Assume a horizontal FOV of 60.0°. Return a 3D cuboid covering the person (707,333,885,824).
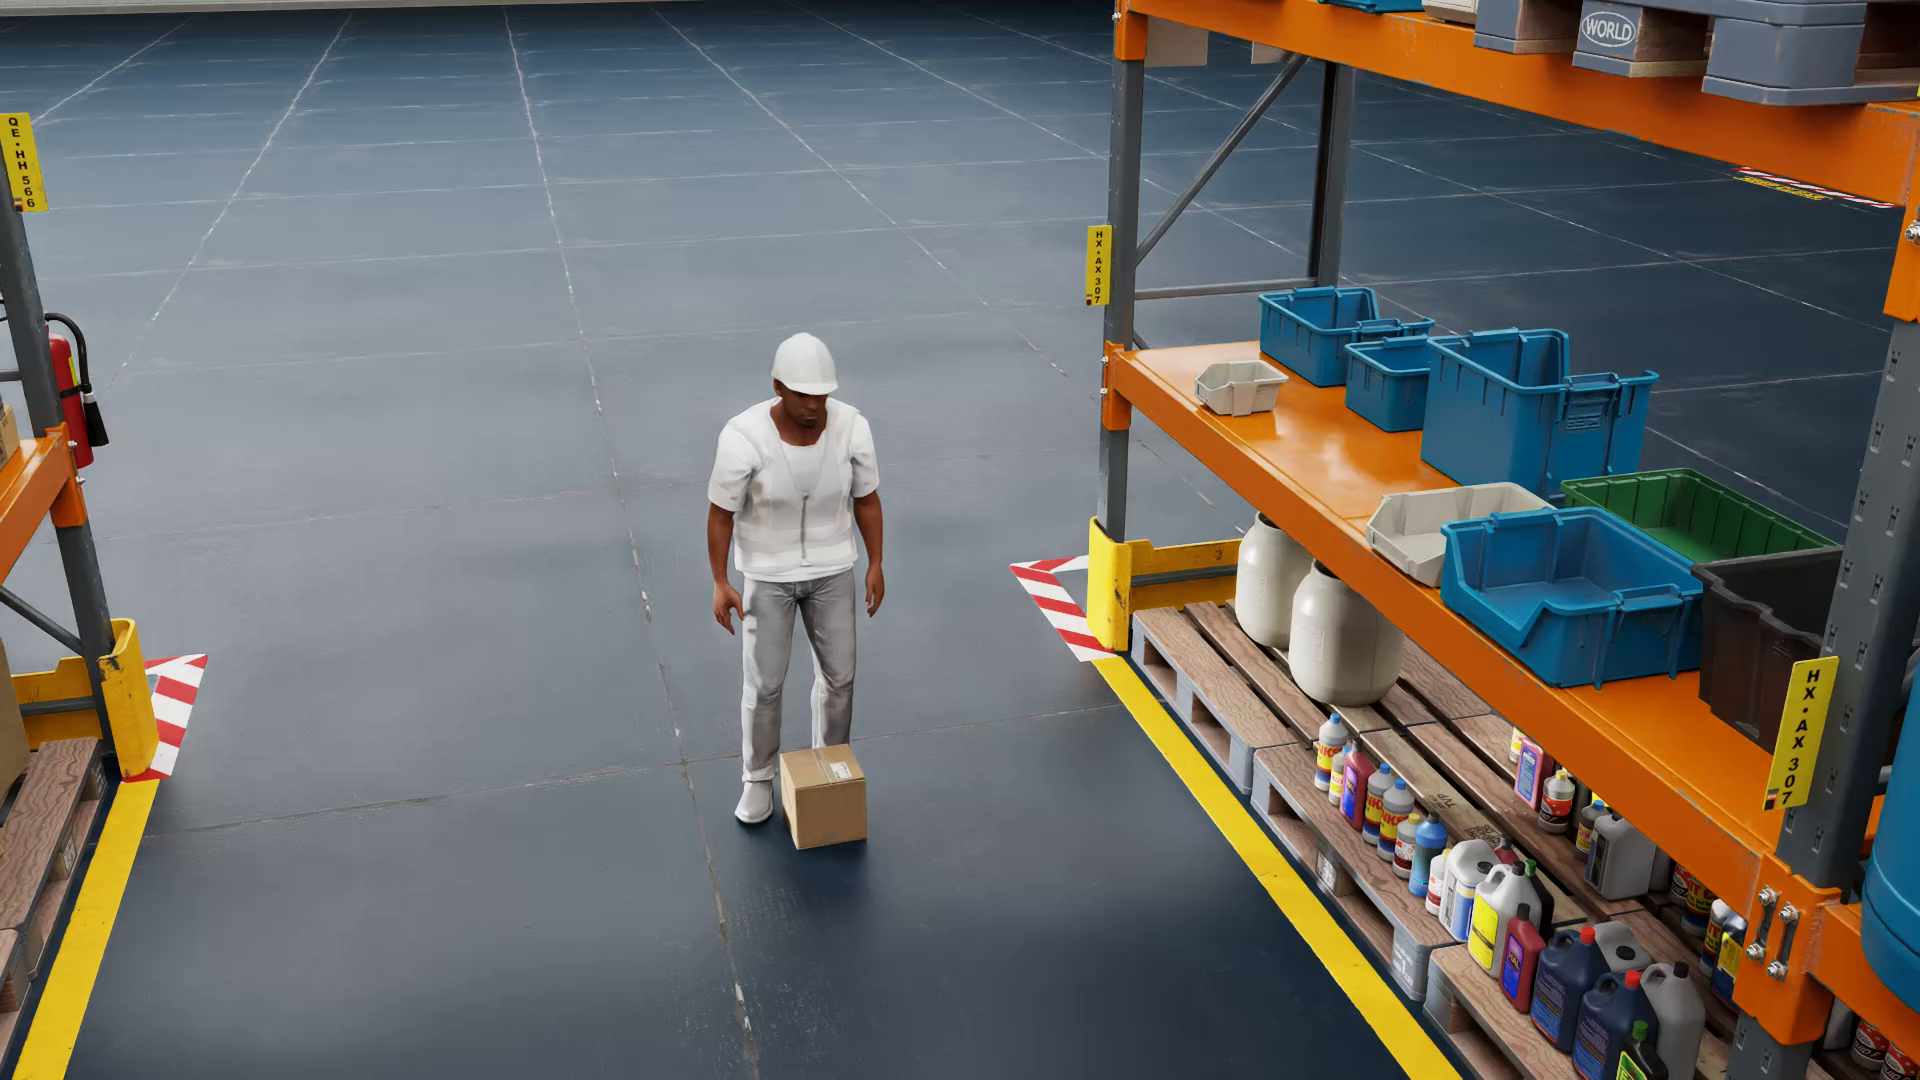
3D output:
[{"bbox_3d":[-0.554,0.126,5.774,0.626,1.759,0.463,-7,24,-17],"label":"person"}]
